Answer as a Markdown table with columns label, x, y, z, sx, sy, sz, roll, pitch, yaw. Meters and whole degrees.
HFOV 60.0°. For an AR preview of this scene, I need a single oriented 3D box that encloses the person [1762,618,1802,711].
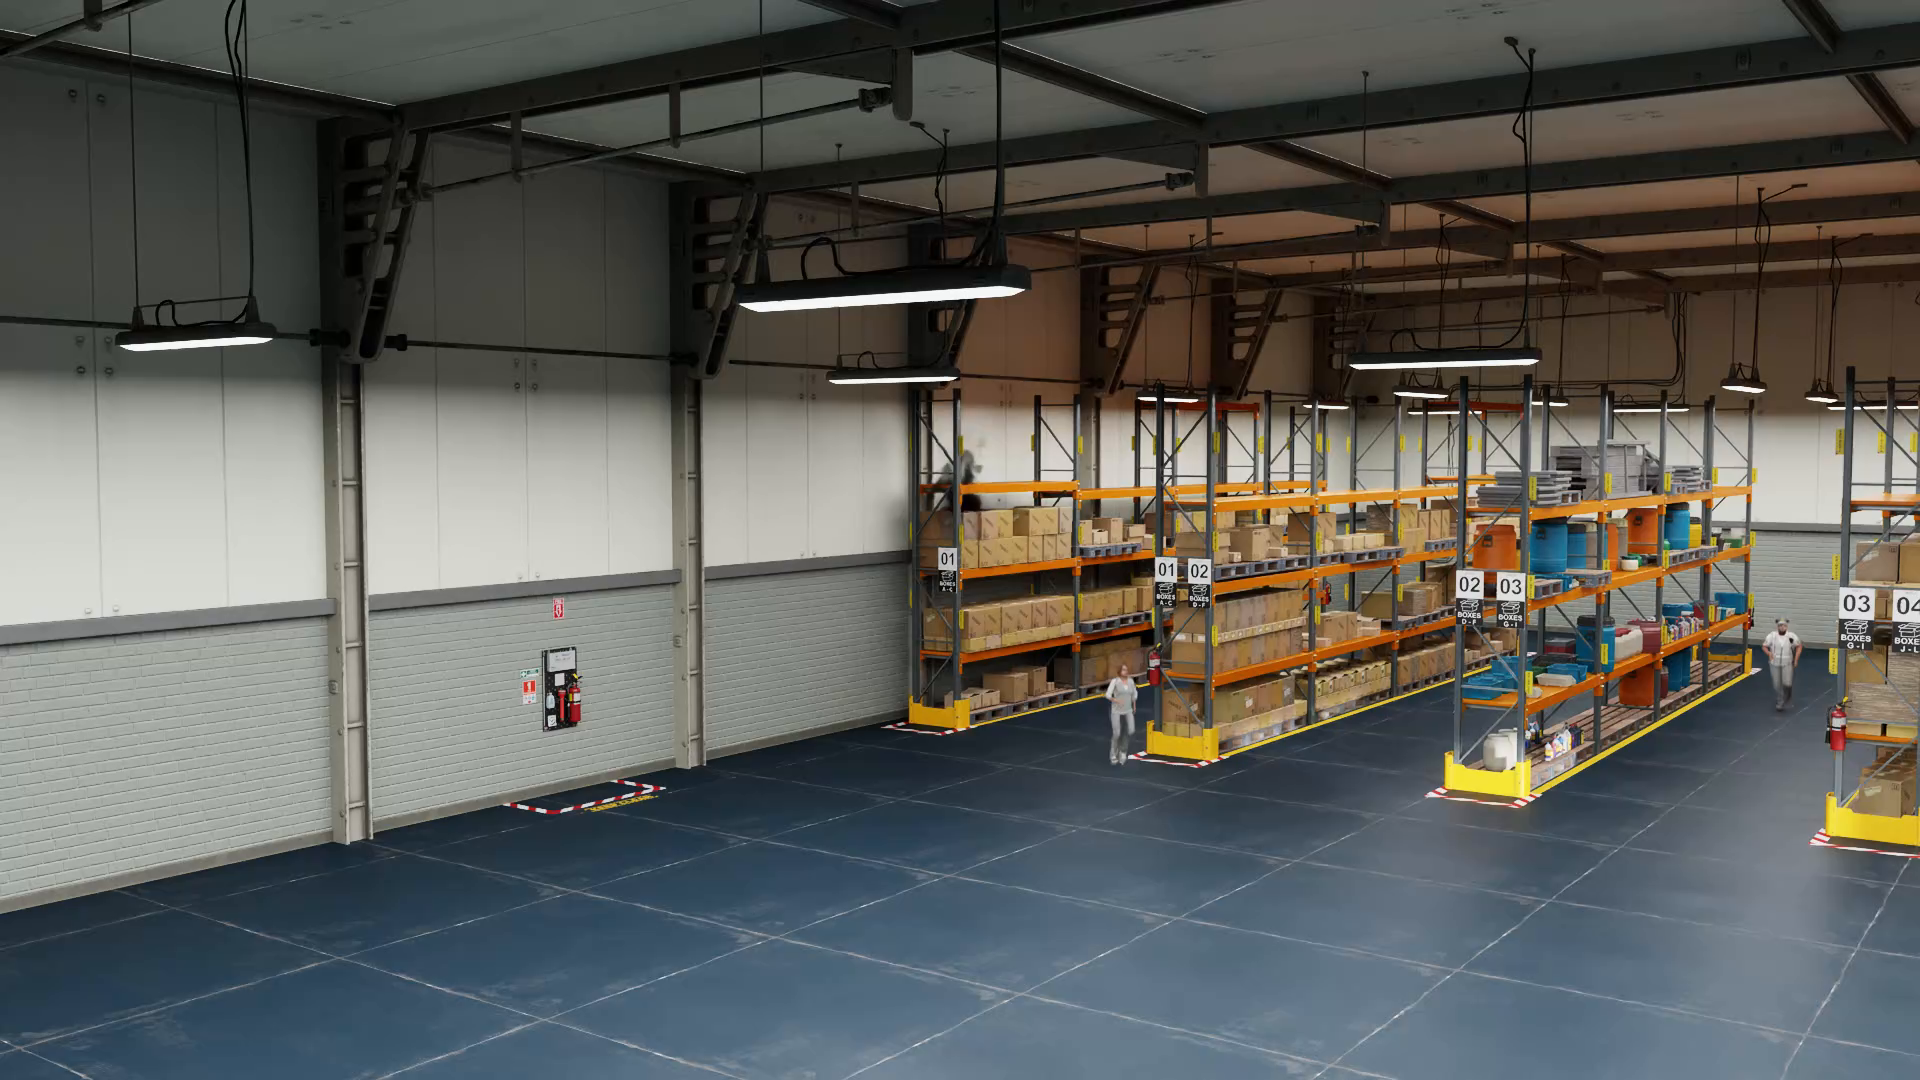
| label | x | y | z | sx | sy | sz | roll | pitch | yaw |
| --- | --- | --- | --- | --- | --- | --- | --- | --- | --- |
| person | 15.473 | 2.345 | 31.343 | 0.667 | 1.768 | 0.622 | 2 | 4 | 30 |

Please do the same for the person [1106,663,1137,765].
| label | x | y | z | sx | sy | sz | roll | pitch | yaw |
| --- | --- | --- | --- | --- | --- | --- | --- | --- | --- |
| person | 2.556 | 2.721 | 26.036 | 0.549 | 1.577 | 0.542 | -1 | 3 | -10 |
